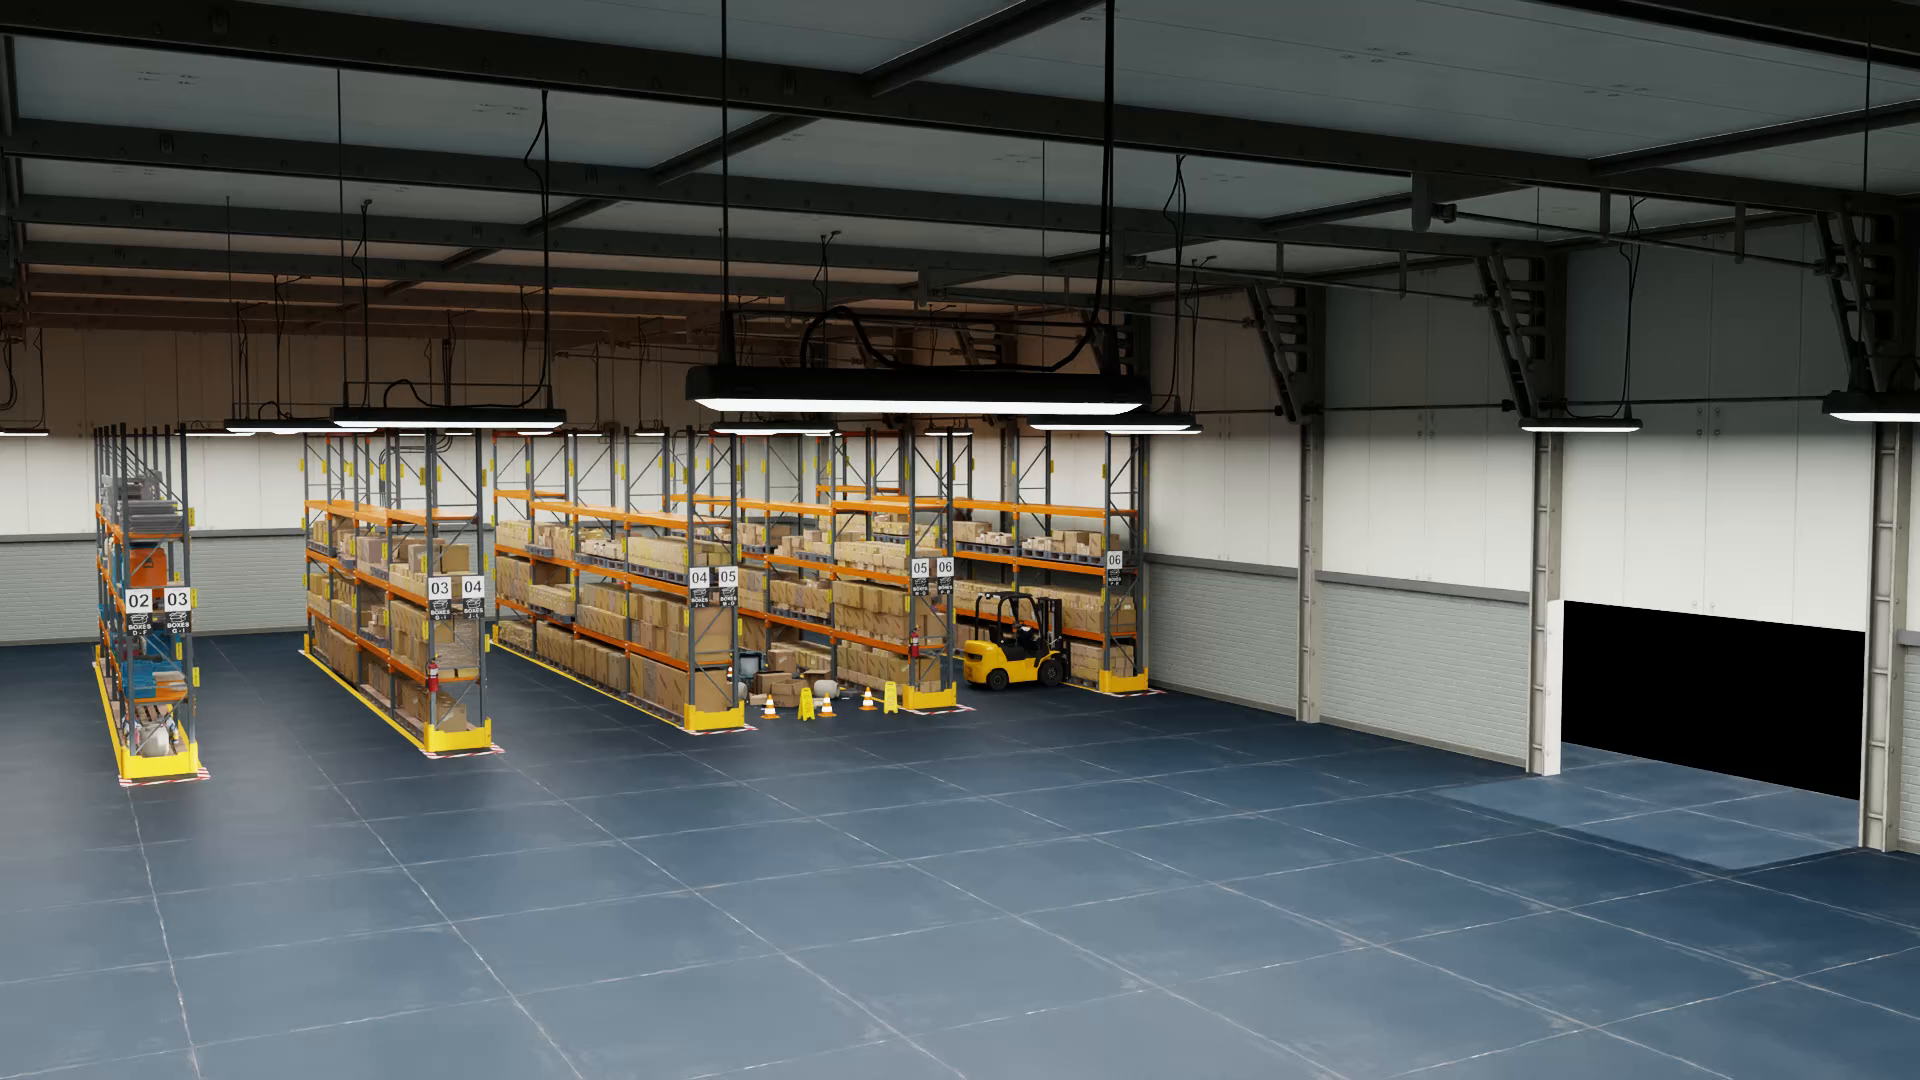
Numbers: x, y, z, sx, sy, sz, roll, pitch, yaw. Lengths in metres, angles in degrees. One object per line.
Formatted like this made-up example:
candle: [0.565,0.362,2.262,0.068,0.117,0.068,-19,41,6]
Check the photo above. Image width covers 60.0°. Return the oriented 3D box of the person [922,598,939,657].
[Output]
person: [-0.809,2.217,42.270,0.401,1.556,0.841,-3,4,-40]

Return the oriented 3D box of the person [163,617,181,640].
person: [-20.707,2.219,43.685,0.589,1.737,0.425,1,4,15]

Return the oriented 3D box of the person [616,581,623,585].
person: [-9.451,2.031,46.059,0.614,1.793,0.412,2,4,32]

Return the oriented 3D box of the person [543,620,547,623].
person: [-12.816,1.720,51.759,0.632,1.766,0.501,-2,4,-25]
